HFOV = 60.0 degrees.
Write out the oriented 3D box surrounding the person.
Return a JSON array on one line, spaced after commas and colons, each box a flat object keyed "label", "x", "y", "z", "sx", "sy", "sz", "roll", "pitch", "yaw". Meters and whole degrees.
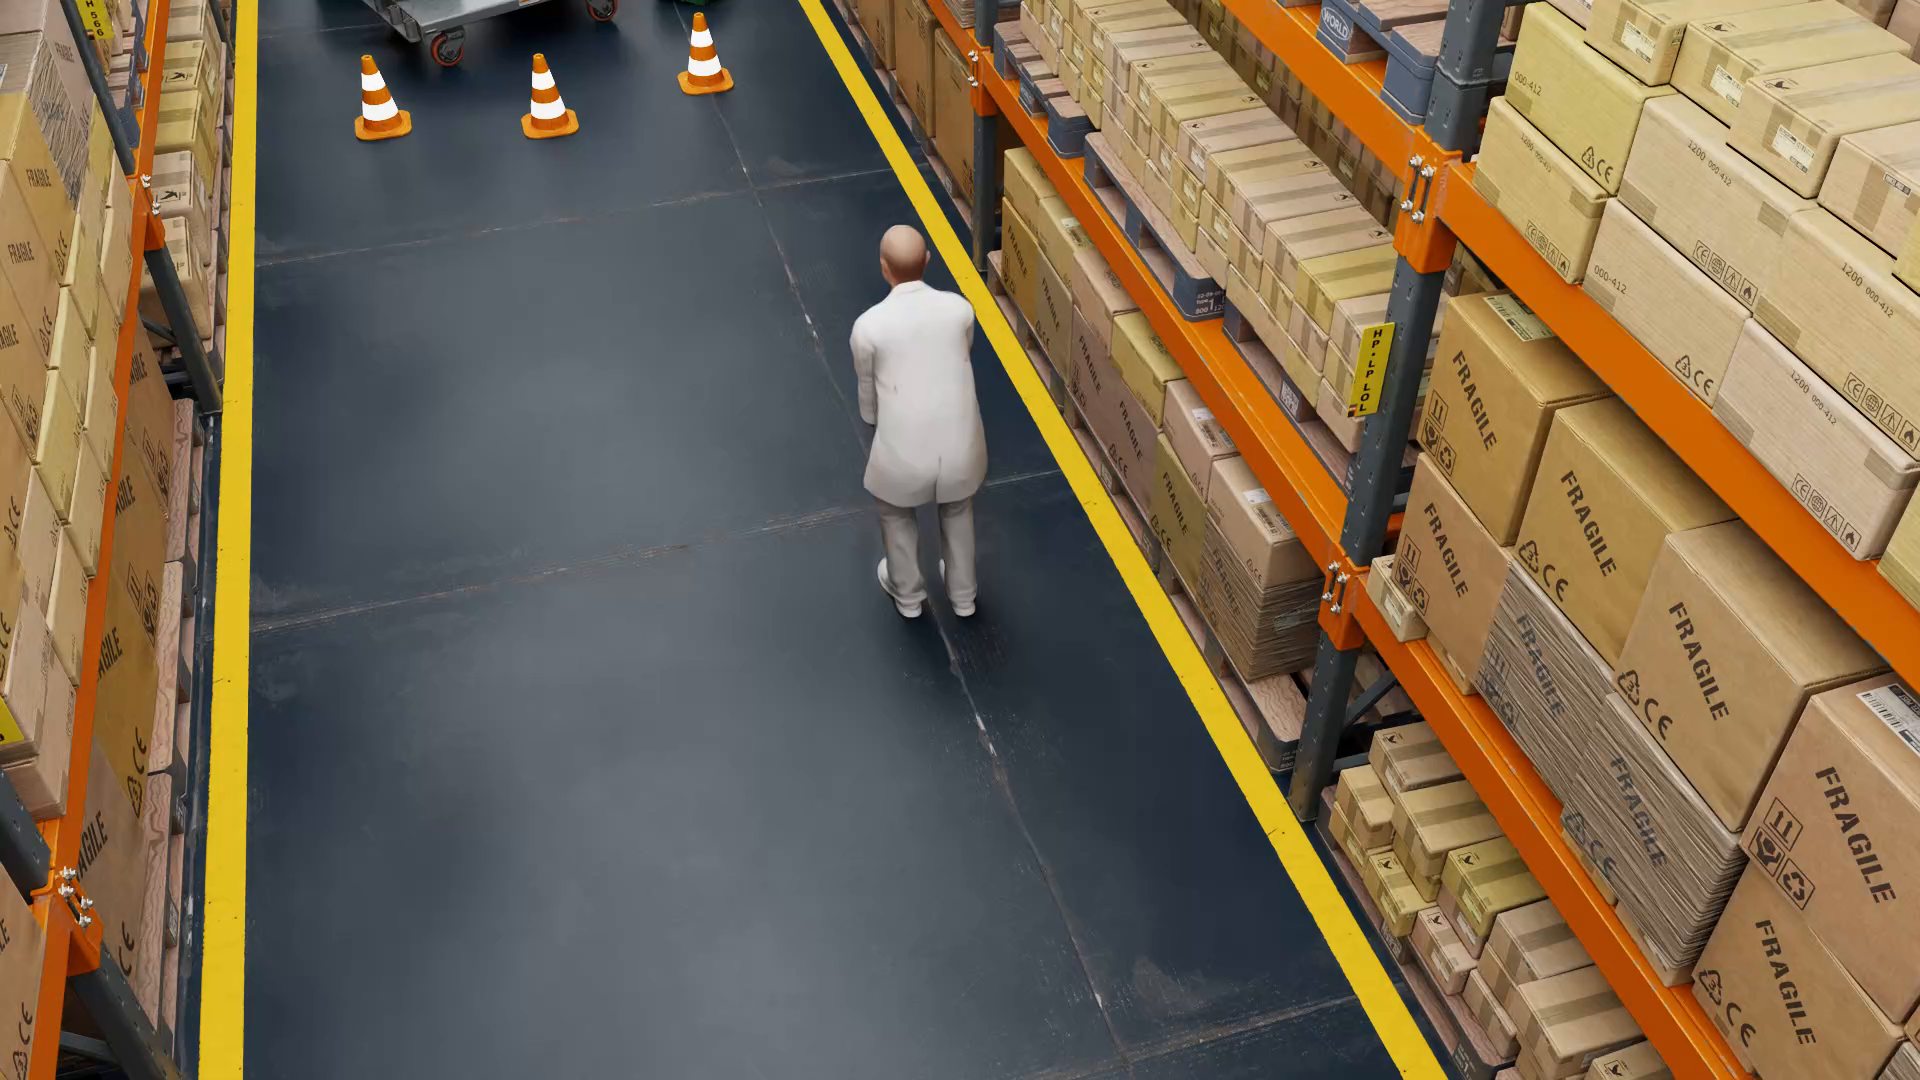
[{"label": "person", "x": -0.163, "y": -0.460, "z": 6.718, "sx": 0.529, "sy": 1.744, "sz": 0.598, "roll": -12, "pitch": 43, "yaw": -13}]
